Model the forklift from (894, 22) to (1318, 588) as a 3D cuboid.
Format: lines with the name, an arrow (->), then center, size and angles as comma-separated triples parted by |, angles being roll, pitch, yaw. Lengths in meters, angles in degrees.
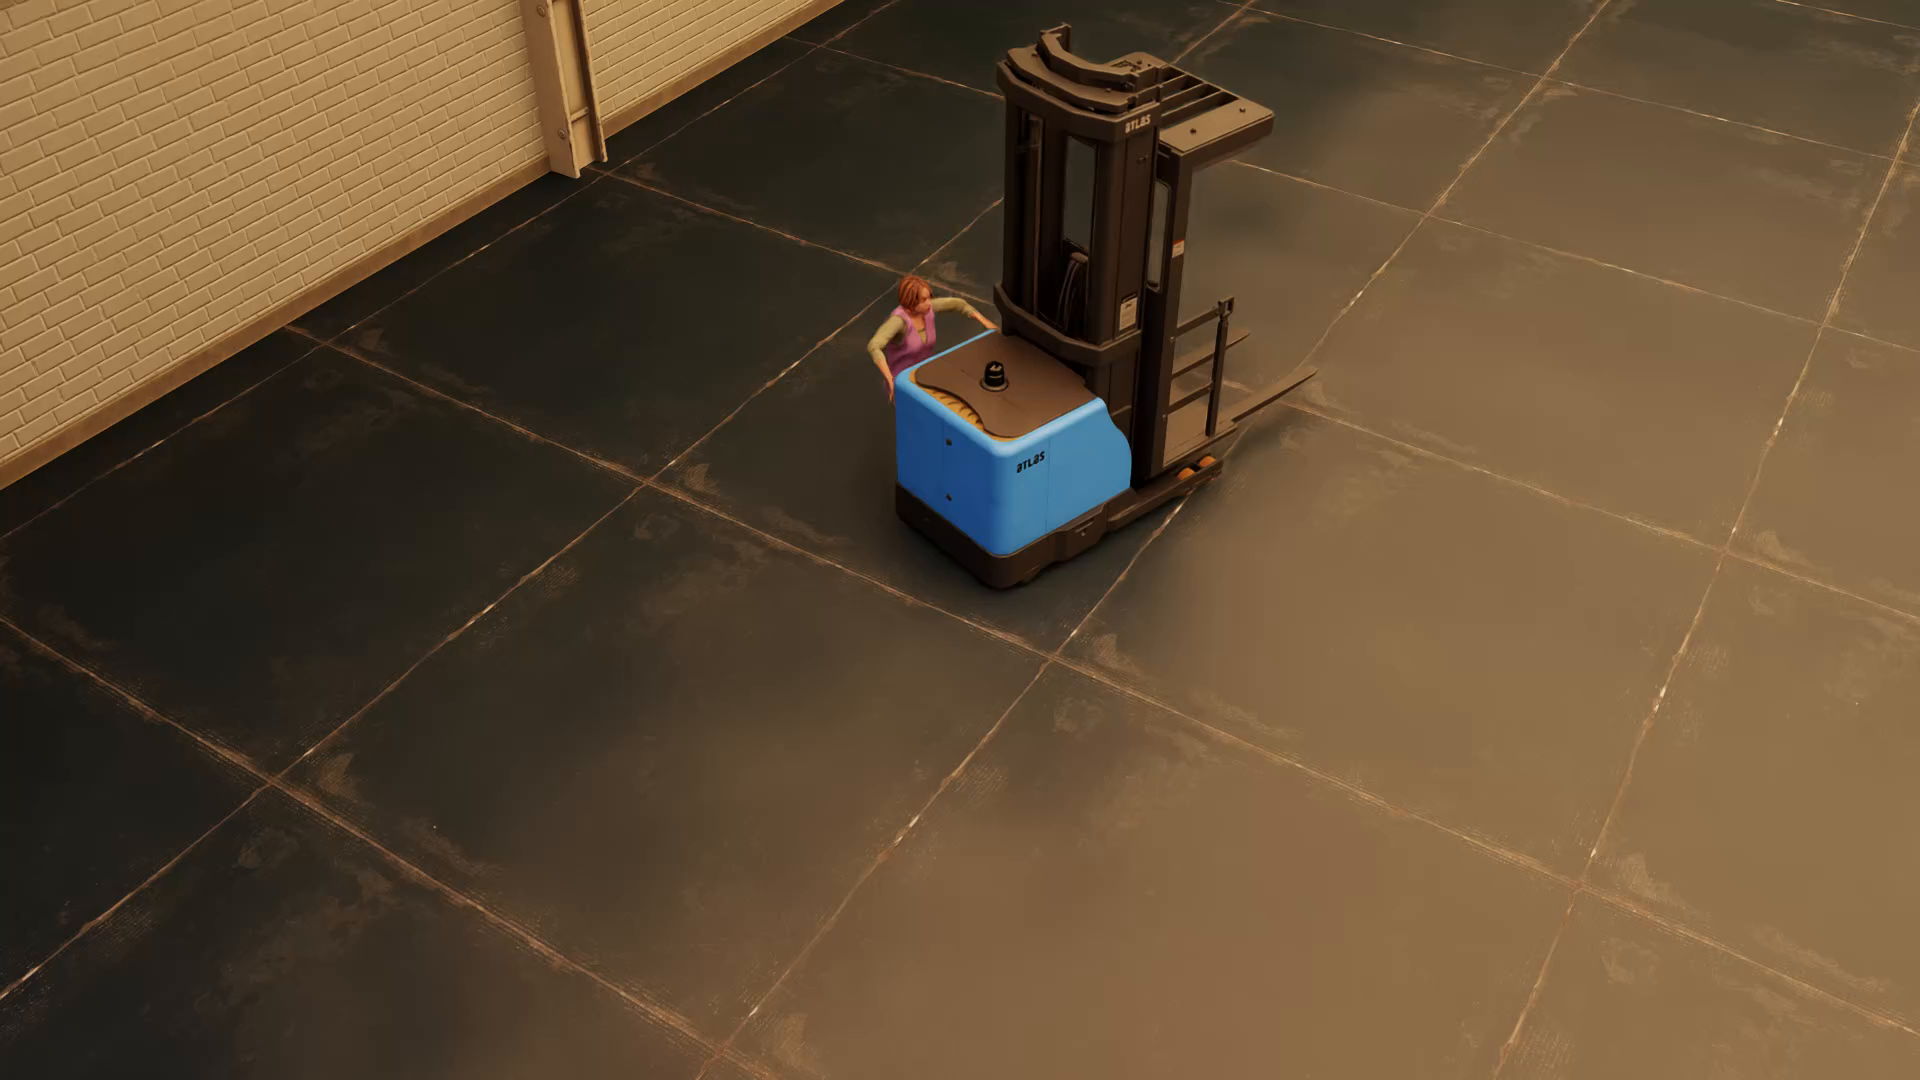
forklift -> 1.053, -1.642, 9.905 | 3.031, 2.935, 1.130 | -28, 48, -29

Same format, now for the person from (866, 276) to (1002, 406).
person -> -0.116, -0.939, 10.243 | 0.732, 1.403, 0.967 | 26, 47, 27
